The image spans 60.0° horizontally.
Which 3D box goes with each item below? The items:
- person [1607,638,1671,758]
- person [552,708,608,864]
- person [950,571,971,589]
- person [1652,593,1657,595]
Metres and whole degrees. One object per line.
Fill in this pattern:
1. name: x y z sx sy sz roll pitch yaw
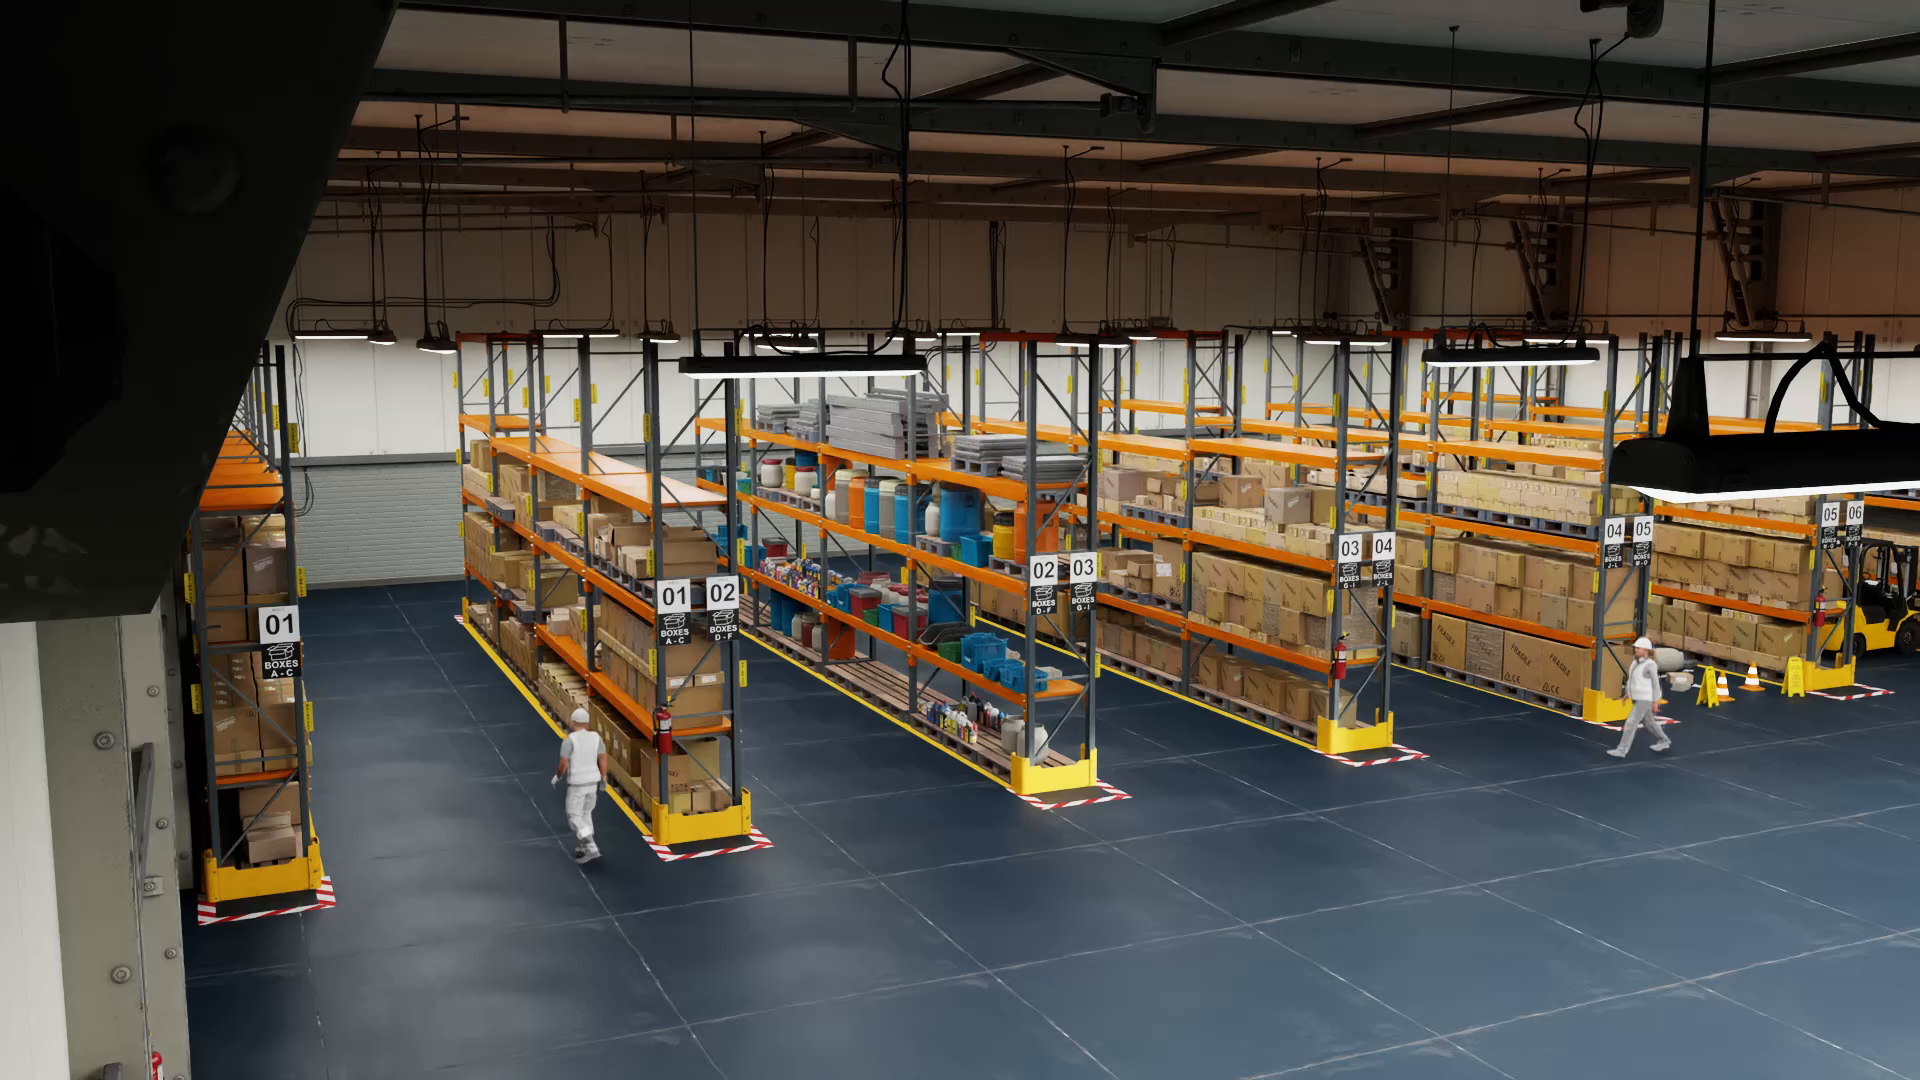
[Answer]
1. person: 9.797 2.258 23.920 1.070 1.726 0.546 -1 8 -8
2. person: -4.352 2.864 19.369 0.737 1.763 0.640 6 10 40
3. person: 0.004 1.193 33.165 0.415 1.314 0.972 -4 9 -25
4. person: 14.407 0.939 34.051 0.619 1.647 0.515 7 11 43
